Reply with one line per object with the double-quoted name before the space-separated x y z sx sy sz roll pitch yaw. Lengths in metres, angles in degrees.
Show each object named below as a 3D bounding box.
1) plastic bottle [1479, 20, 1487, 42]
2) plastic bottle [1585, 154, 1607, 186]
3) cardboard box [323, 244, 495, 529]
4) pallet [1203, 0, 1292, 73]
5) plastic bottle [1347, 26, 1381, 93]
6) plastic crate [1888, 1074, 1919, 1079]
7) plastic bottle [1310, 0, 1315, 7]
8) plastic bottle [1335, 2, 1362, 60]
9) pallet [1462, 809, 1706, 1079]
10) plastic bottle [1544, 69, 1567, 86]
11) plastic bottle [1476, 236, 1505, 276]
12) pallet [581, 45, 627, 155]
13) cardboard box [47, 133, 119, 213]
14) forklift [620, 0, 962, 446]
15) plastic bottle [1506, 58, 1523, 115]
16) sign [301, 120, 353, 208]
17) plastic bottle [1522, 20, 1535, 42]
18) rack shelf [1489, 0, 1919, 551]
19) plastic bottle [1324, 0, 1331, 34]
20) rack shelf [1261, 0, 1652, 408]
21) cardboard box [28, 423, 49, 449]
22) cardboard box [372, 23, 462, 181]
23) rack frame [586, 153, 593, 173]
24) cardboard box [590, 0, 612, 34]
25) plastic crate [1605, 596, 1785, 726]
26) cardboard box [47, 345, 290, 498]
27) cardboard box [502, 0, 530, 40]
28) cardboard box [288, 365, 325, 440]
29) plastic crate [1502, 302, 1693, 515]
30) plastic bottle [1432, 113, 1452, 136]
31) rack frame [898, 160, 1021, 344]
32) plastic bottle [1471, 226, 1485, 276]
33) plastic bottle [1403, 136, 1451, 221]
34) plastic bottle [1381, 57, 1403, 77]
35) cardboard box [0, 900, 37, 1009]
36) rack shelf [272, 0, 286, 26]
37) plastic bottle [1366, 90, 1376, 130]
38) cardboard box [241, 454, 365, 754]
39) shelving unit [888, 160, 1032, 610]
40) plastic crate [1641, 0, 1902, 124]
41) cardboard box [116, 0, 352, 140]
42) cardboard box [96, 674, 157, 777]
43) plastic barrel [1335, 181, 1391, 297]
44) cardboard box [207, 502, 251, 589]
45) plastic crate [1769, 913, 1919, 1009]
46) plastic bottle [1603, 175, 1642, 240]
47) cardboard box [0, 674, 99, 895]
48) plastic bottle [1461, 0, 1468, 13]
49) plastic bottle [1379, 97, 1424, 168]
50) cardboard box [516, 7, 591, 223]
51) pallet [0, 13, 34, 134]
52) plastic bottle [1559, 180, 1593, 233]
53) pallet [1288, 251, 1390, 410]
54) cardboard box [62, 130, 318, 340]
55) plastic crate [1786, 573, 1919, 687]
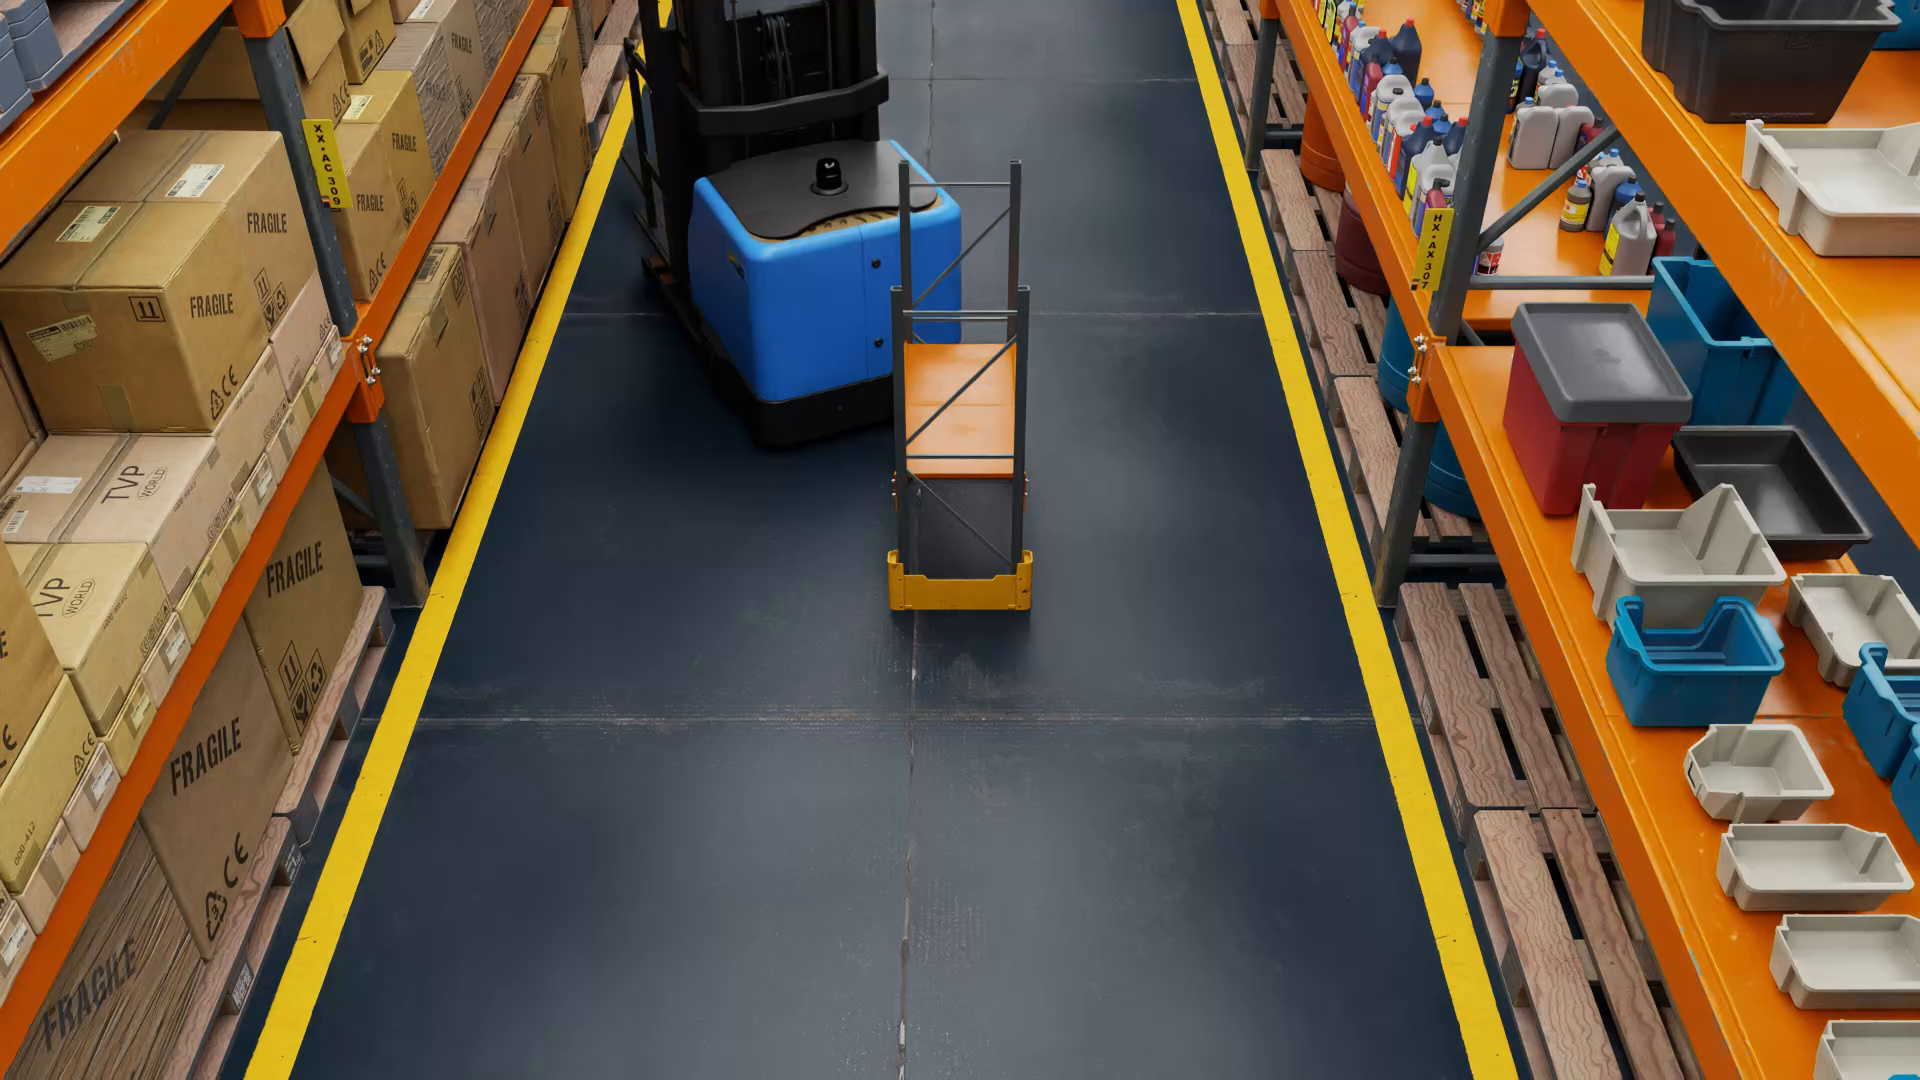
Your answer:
"plastic bottle" 2.634 -2.572 8.220 0.097 0.201 0.097 0 39 0
"plastic bottle" 2.636 -1.496 6.877 0.097 0.201 0.097 0 39 0
"cardboard box" -2.745 -0.653 7.029 1.225 0.875 0.875 0 39 0
"pallet" 2.264 -3.580 11.549 1.003 0.211 1.213 0 39 0
"plastic bottle" 1.903 -2.237 7.741 0.152 0.276 0.135 0 39 0
"plastic crate" 2.047 1.333 3.111 0.616 0.435 0.499 0 39 0
"plastic bottle" 1.856 -2.901 8.565 0.061 0.283 0.133 0 39 0
"plastic bottle" 1.876 -2.452 8.013 0.097 0.271 0.097 0 39 0
"pallet" 2.273 1.391 5.345 1.003 0.211 1.213 0 39 0
"plastic bottle" 2.635 -1.958 7.397 0.097 0.271 0.097 0 39 0
"plastic bottle" 2.030 -1.102 6.385 0.097 0.201 0.097 0 39 0
"pallet" -2.728 -2.820 10.600 1.003 0.211 1.213 0 39 0
"cardboard box" -2.979 -0.969 5.342 0.500 0.500 0.500 0 39 0
"forklift" -1.055 -2.496 8.021 1.130 2.935 3.031 -16 41 -19
"plastic bottle" 2.491 -2.079 7.549 0.097 0.271 0.097 0 39 0
"sign" -2.169 -1.288 5.703 0.100 0.325 0.005 0 39 0
"plastic bottle" 2.611 -2.337 7.807 0.144 0.351 0.185 0 39 0
"rack shelf" 2.231 -0.561 3.728 1.077 0.370 4.000 0 39 0
"plastic bottle" 1.875 -2.629 8.291 0.097 0.201 0.097 0 39 0
"rack shelf" 2.227 -1.892 7.787 1.077 0.370 4.000 0 39 0
"cardboard box" -2.990 -0.371 5.196 0.500 0.250 0.500 0 39 0
"cardboard box" -2.476 -1.872 7.108 0.500 0.500 0.500 -1 39 -1
"rack frame" -2.728 -3.419 9.118 1.000 3.000 0.127 0 39 0
"cardboard box" -2.770 -3.736 11.160 0.700 0.500 0.500 3 39 4
"plastic crate" 1.975 0.338 4.516 0.416 0.233 0.300 0 39 0
"cardboard box" -2.458 -0.376 5.203 0.500 0.250 0.500 1 39 1
"cardboard box" -2.485 -2.838 8.313 0.500 0.500 0.500 0 39 0
"cardboard box" -2.395 -0.468 5.637 0.380 0.149 0.250 1 39 1
"plastic crate" 1.979 -0.411 5.266 0.402 0.464 0.583 0 39 0
"plastic bottle" 2.029 -1.673 7.042 0.097 0.271 0.097 0 39 0
"rack frame" -0.001 -0.957 7.244 0.500 1.500 0.032 0 39 0
"plastic bottle" 1.905 -1.119 6.347 0.152 0.276 0.135 0 39 0
"plastic bottle" 1.901 -1.477 6.734 0.144 0.351 0.185 0 39 0
"plastic bottle" 1.937 -2.047 7.508 0.097 0.271 0.097 0 39 0
"cardboard box" -2.393 0.975 3.835 0.380 0.149 0.250 -1 39 -1
"rack shelf" -2.726 -3.059 6.845 1.077 0.370 4.000 0 39 0
"plastic bottle" 1.876 -1.936 7.426 0.097 0.201 0.097 0 39 0
"cardboard box" -2.803 0.160 6.015 0.875 0.875 0.875 0 39 0
"shelving unit" 0.000 -0.633 6.840 0.587 1.500 1.083 0 39 0
"plastic crate" 1.956 -1.264 4.135 0.497 0.269 0.590 0 39 0
"cardboard box" -2.733 -1.748 6.150 0.797 0.503 0.637 -1 39 -1
"cardboard box" -2.393 0.497 4.432 0.380 0.149 0.250 -1 39 -1
"plastic barrel" 2.243 -1.634 8.483 0.600 0.588 0.708 0 39 0
"cardboard box" -2.394 0.014 5.035 0.380 0.149 0.250 1 39 1
"plastic crate" 2.066 0.968 3.806 0.396 0.136 0.243 0 39 0
"plastic bottle" 2.637 -1.317 6.598 0.097 0.271 0.097 0 39 0
"cardboard box" -2.454 0.586 4.002 0.500 0.250 0.500 -1 39 -2
"plastic bottle" 2.634 -2.815 8.524 0.097 0.201 0.097 0 39 0
"plastic bottle" 1.904 -1.747 7.131 0.152 0.276 0.135 0 39 0
"cardboard box" -2.748 -2.323 9.113 1.225 0.875 0.875 -2 39 -2
"pallet" -2.735 -0.781 3.499 1.003 0.211 1.213 0 39 0
"plastic bottle" 2.484 -1.351 6.696 0.097 0.201 0.097 0 39 0
"pallet" 2.266 -1.081 8.430 1.003 0.211 1.213 0 39 0
"cardboard box" -2.456 -0.981 5.358 0.500 0.500 0.500 1 39 1
"plastic crate" 2.532 0.247 4.707 0.293 0.136 0.466 0 39 0
